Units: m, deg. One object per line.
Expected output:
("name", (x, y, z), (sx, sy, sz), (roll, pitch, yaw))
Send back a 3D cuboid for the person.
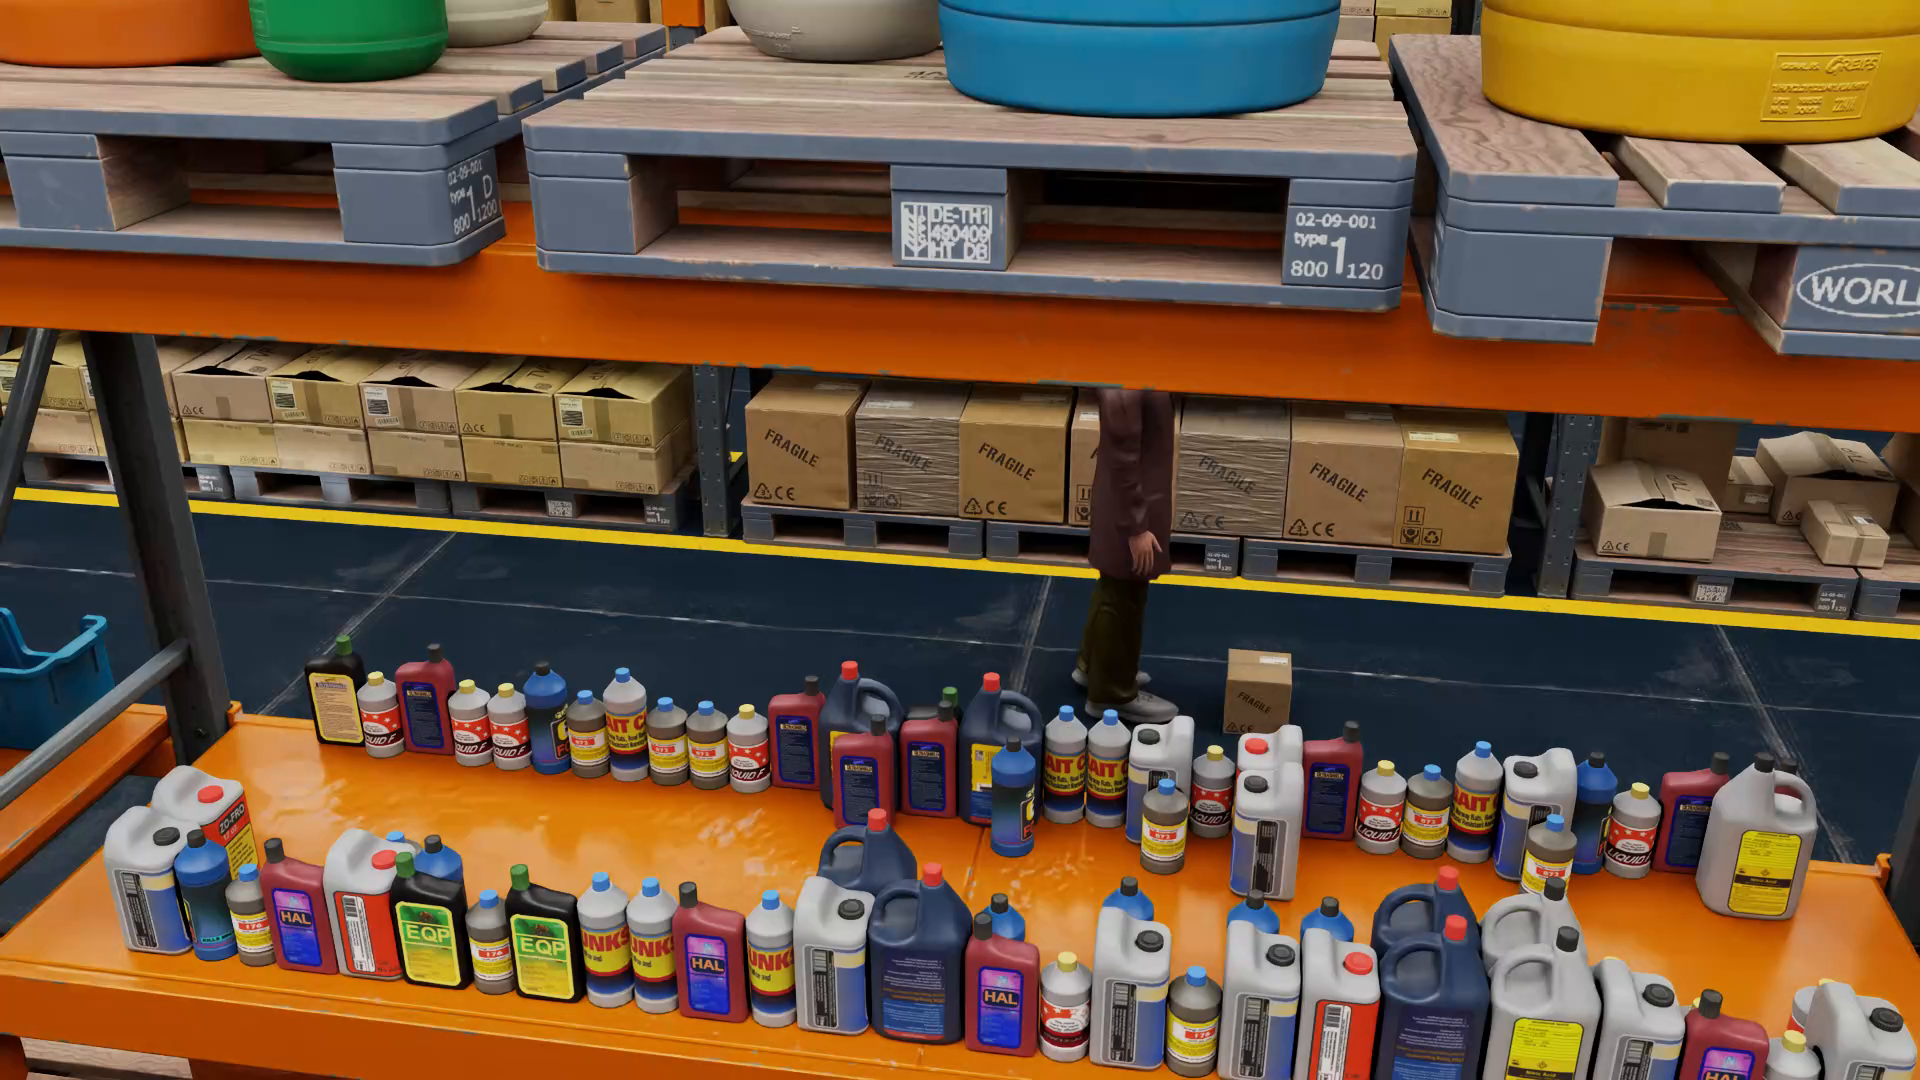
("person", (0.663, -0.109, 6.381), (0.432, 1.829, 0.622), (2, 25, 4))
